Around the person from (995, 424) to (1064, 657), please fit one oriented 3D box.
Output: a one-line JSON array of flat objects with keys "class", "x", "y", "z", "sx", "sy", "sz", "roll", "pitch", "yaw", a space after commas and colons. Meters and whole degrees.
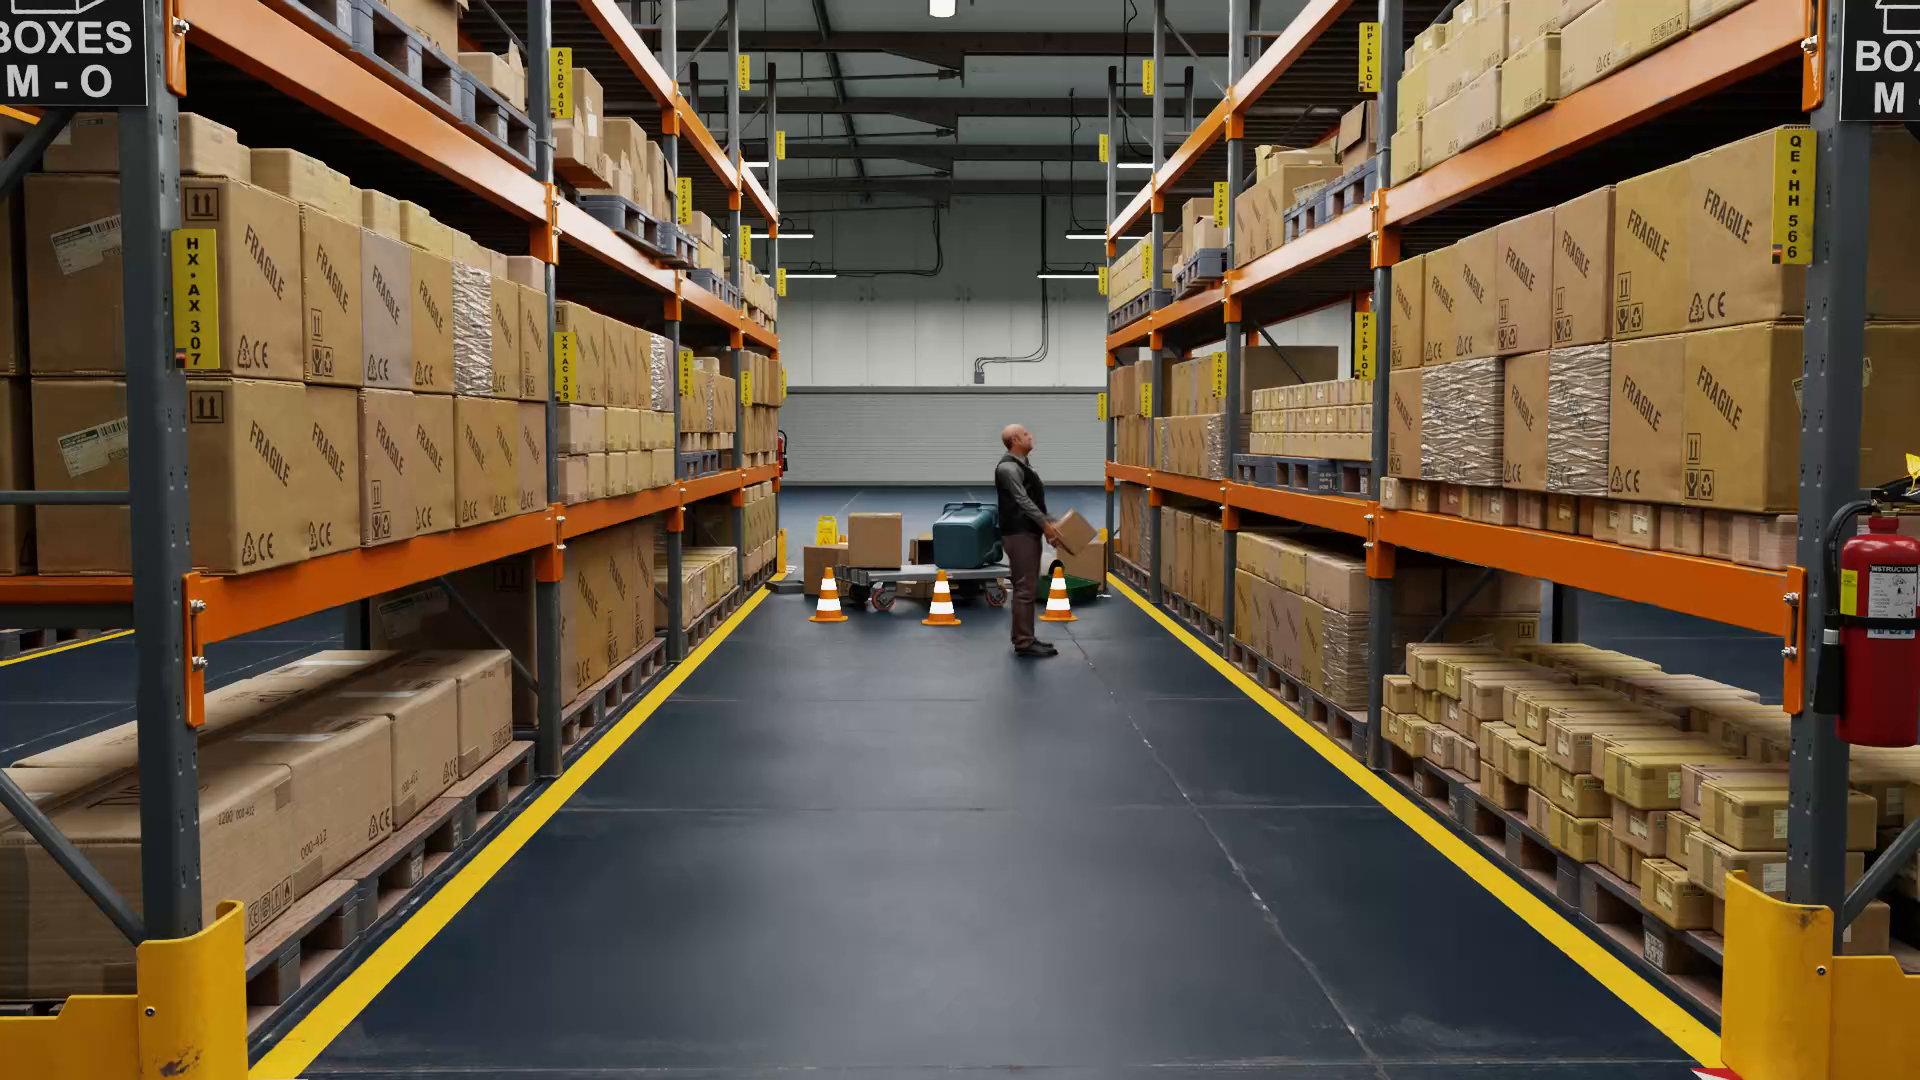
[{"class": "person", "x": 0.540, "y": -0.009, "z": 12.512, "sx": 0.521, "sy": 1.726, "sz": 0.516, "roll": 1, "pitch": 4, "yaw": 14}]
